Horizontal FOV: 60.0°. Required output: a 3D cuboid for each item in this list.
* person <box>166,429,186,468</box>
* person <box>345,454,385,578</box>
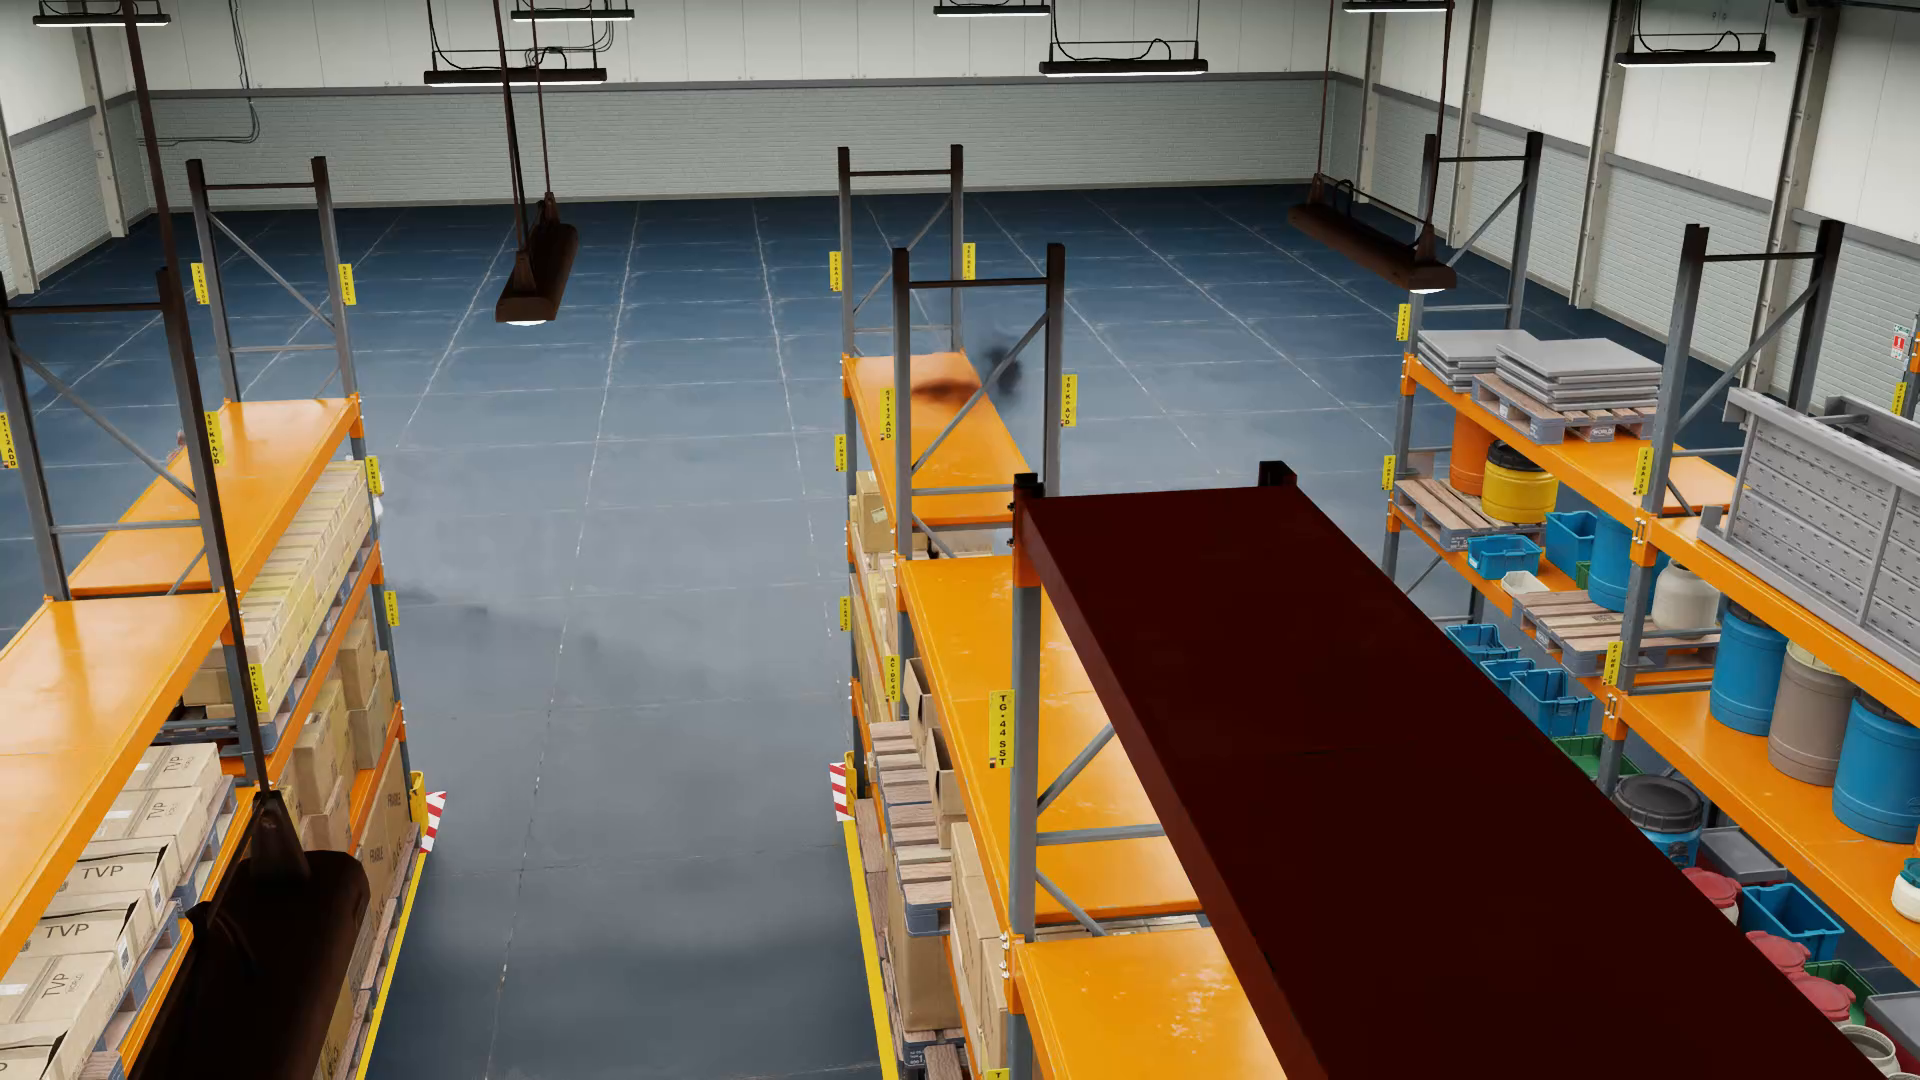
[{"bbox_3d":[-9.481,-0.504,20.632,0.802,1.799,0.643,13,25,29],"label":"person"},{"bbox_3d":[-7.278,-0.300,20.192,0.536,1.621,0.599,13,25,29],"label":"person"}]
